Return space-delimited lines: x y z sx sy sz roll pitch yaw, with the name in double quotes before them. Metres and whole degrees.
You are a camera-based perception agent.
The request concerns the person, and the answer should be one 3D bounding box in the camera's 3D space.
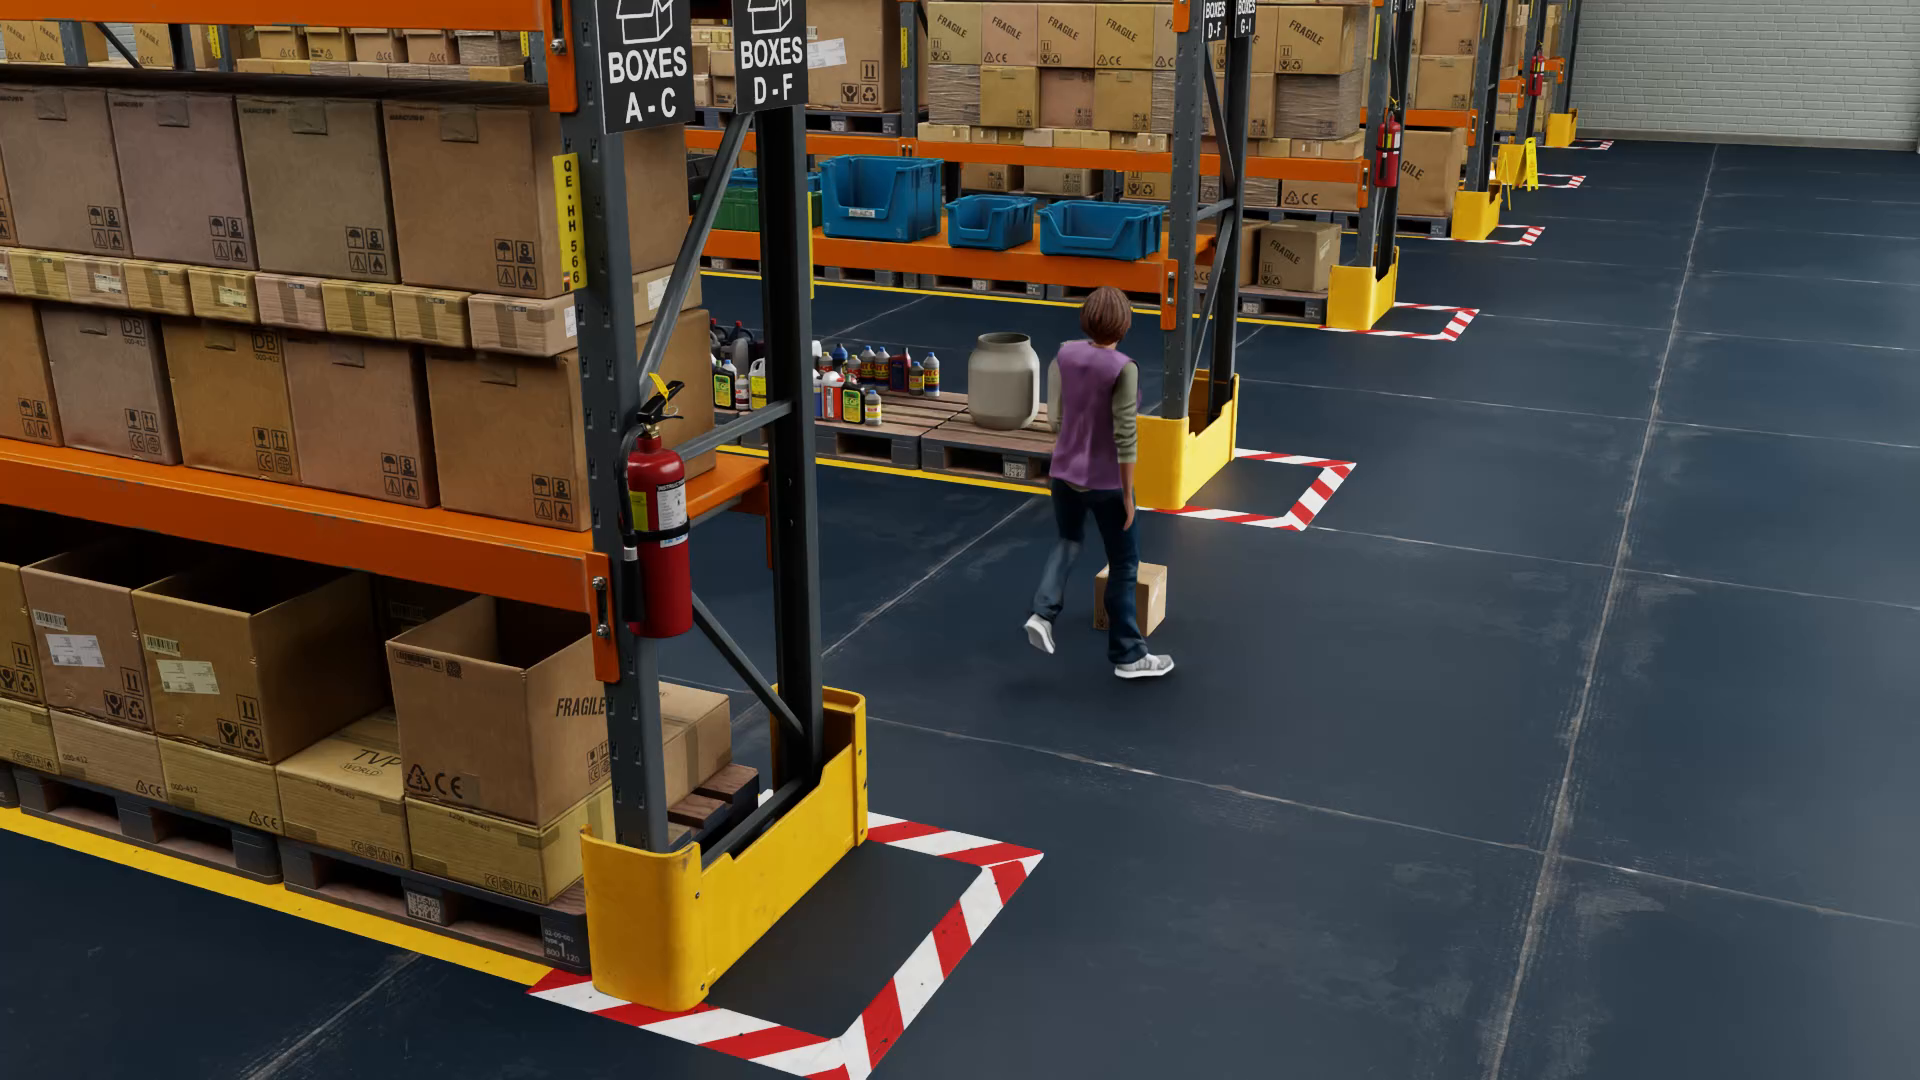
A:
"person" 0.531 -0.213 6.632 0.539 1.594 0.510 17 26 41
